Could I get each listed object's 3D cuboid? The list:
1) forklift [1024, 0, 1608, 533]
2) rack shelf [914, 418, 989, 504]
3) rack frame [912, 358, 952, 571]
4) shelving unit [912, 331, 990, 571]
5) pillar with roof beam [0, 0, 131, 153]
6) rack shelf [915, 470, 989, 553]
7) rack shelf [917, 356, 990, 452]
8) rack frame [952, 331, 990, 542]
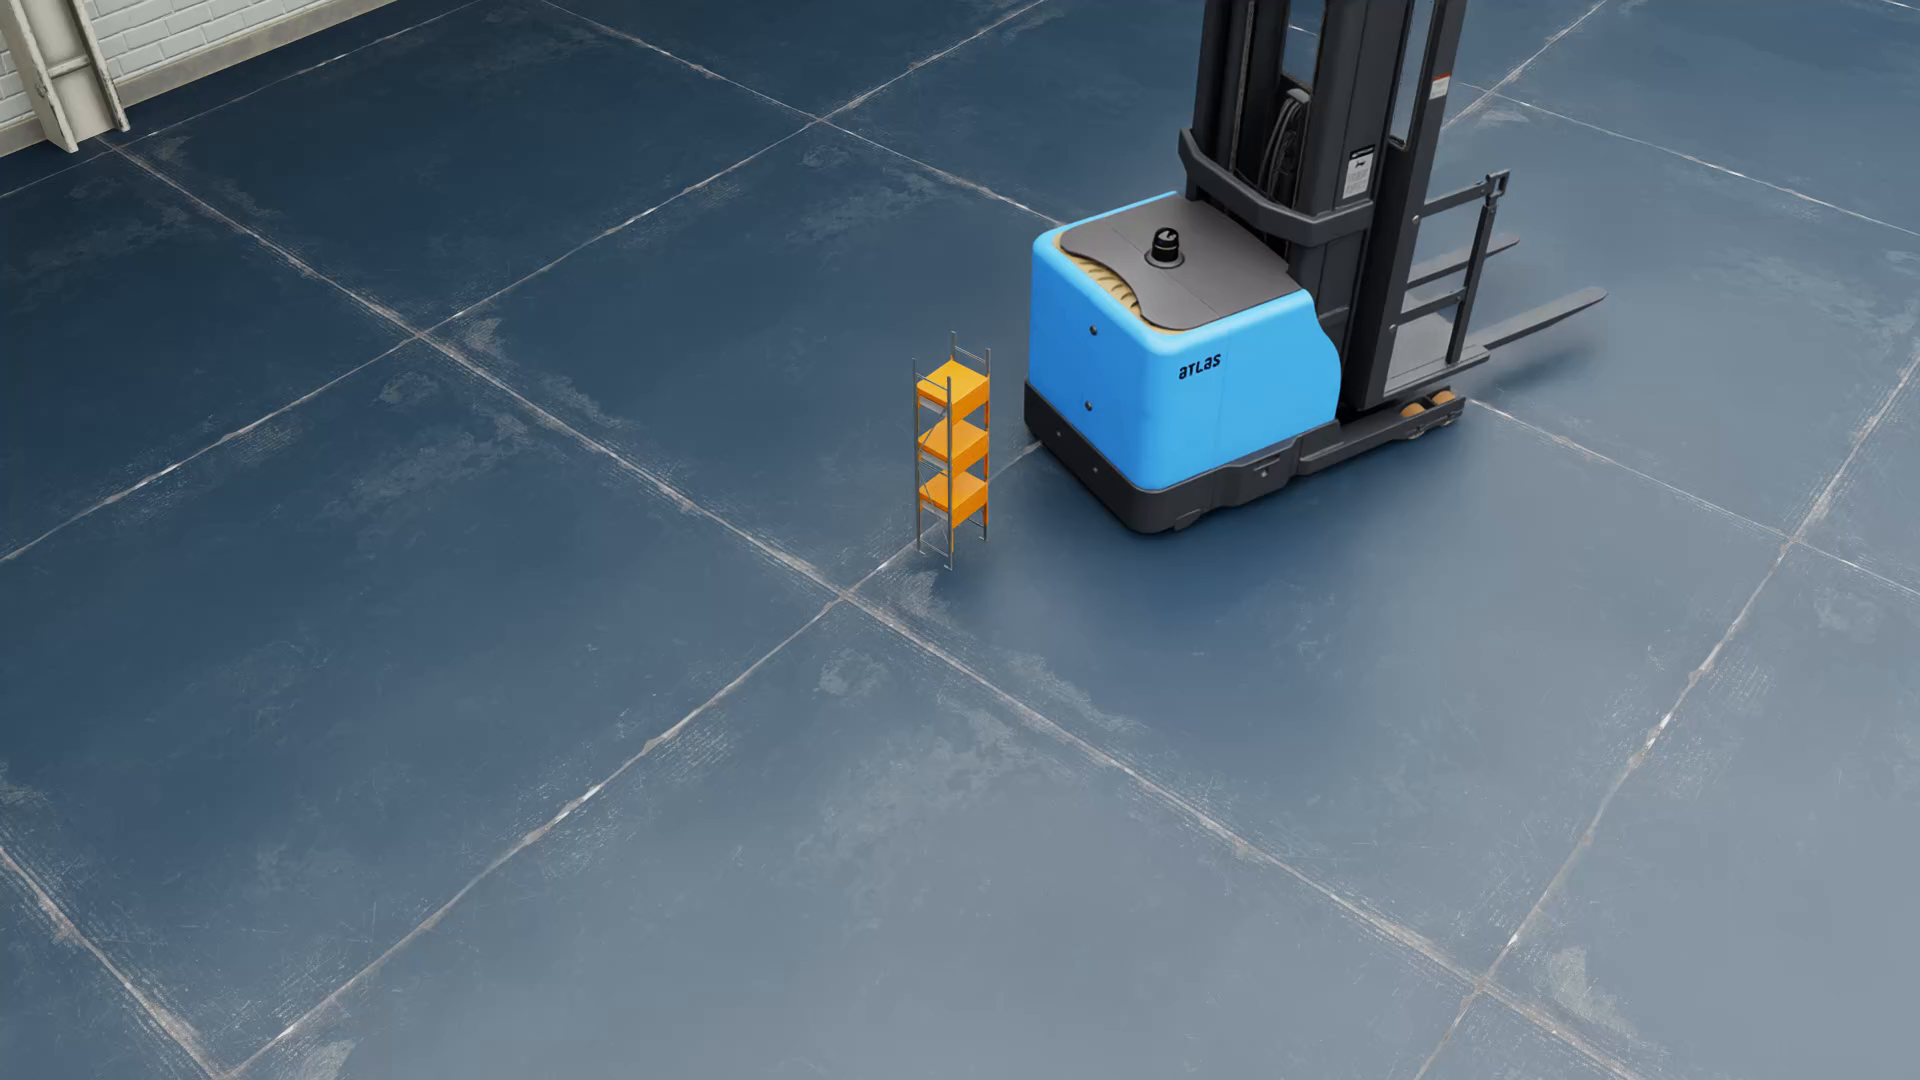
[{"bbox_3d":[1.836,-1.855,7.294,3.031,2.935,1.130,-22,47,-22],"label":"forklift"},{"bbox_3d":[-0.034,-0.353,7.056,0.215,0.259,0.240,29,50,28],"label":"rack shelf"},{"bbox_3d":[-0.113,-0.298,6.980,0.200,1.050,0.008,29,50,28],"label":"rack frame"},{"bbox_3d":[-0.034,-0.361,7.049,0.215,1.050,0.252,29,50,28],"label":"shelving unit"},{"bbox_3d":[-2.040,-3.957,5.095,9.100,9.000,0.400,29,50,28],"label":"pillar with roof beam"},{"bbox_3d":[-0.034,-0.147,7.243,0.215,0.259,0.240,29,50,28],"label":"rack shelf"},{"bbox_3d":[-0.034,-0.563,6.865,0.215,0.259,0.240,29,50,28],"label":"rack shelf"},{"bbox_3d":[0.044,-0.424,7.118,0.200,1.050,0.008,29,50,28],"label":"rack frame"}]
